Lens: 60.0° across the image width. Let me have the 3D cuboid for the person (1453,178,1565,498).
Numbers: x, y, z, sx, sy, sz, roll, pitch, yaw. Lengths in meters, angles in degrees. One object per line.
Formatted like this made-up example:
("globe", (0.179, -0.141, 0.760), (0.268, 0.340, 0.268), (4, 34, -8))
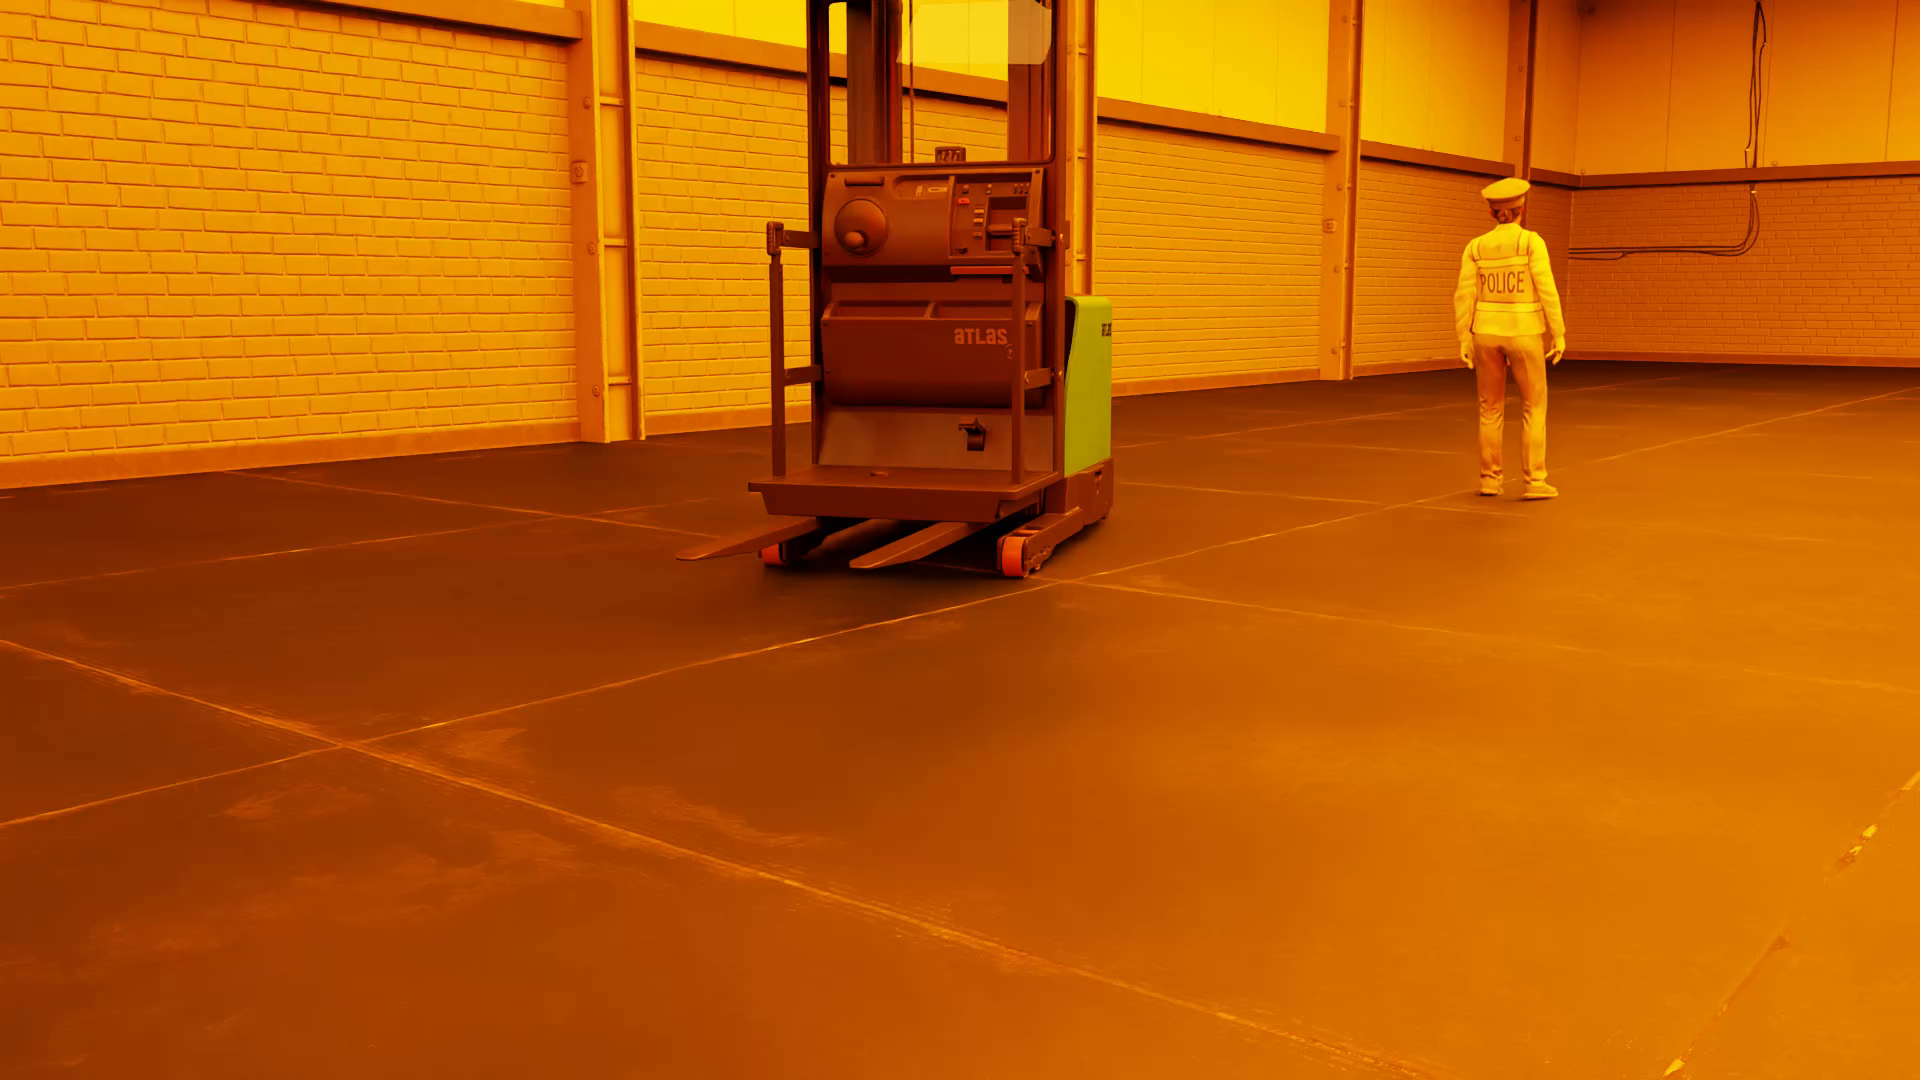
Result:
("person", (2.941, -1.061, 8.872), (0.569, 1.710, 0.444), (7, 11, 38))

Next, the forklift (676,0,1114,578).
("forklift", (-0.176, -1.366, 6.616), (1.130, 2.935, 3.031), (3, 9, 17))
